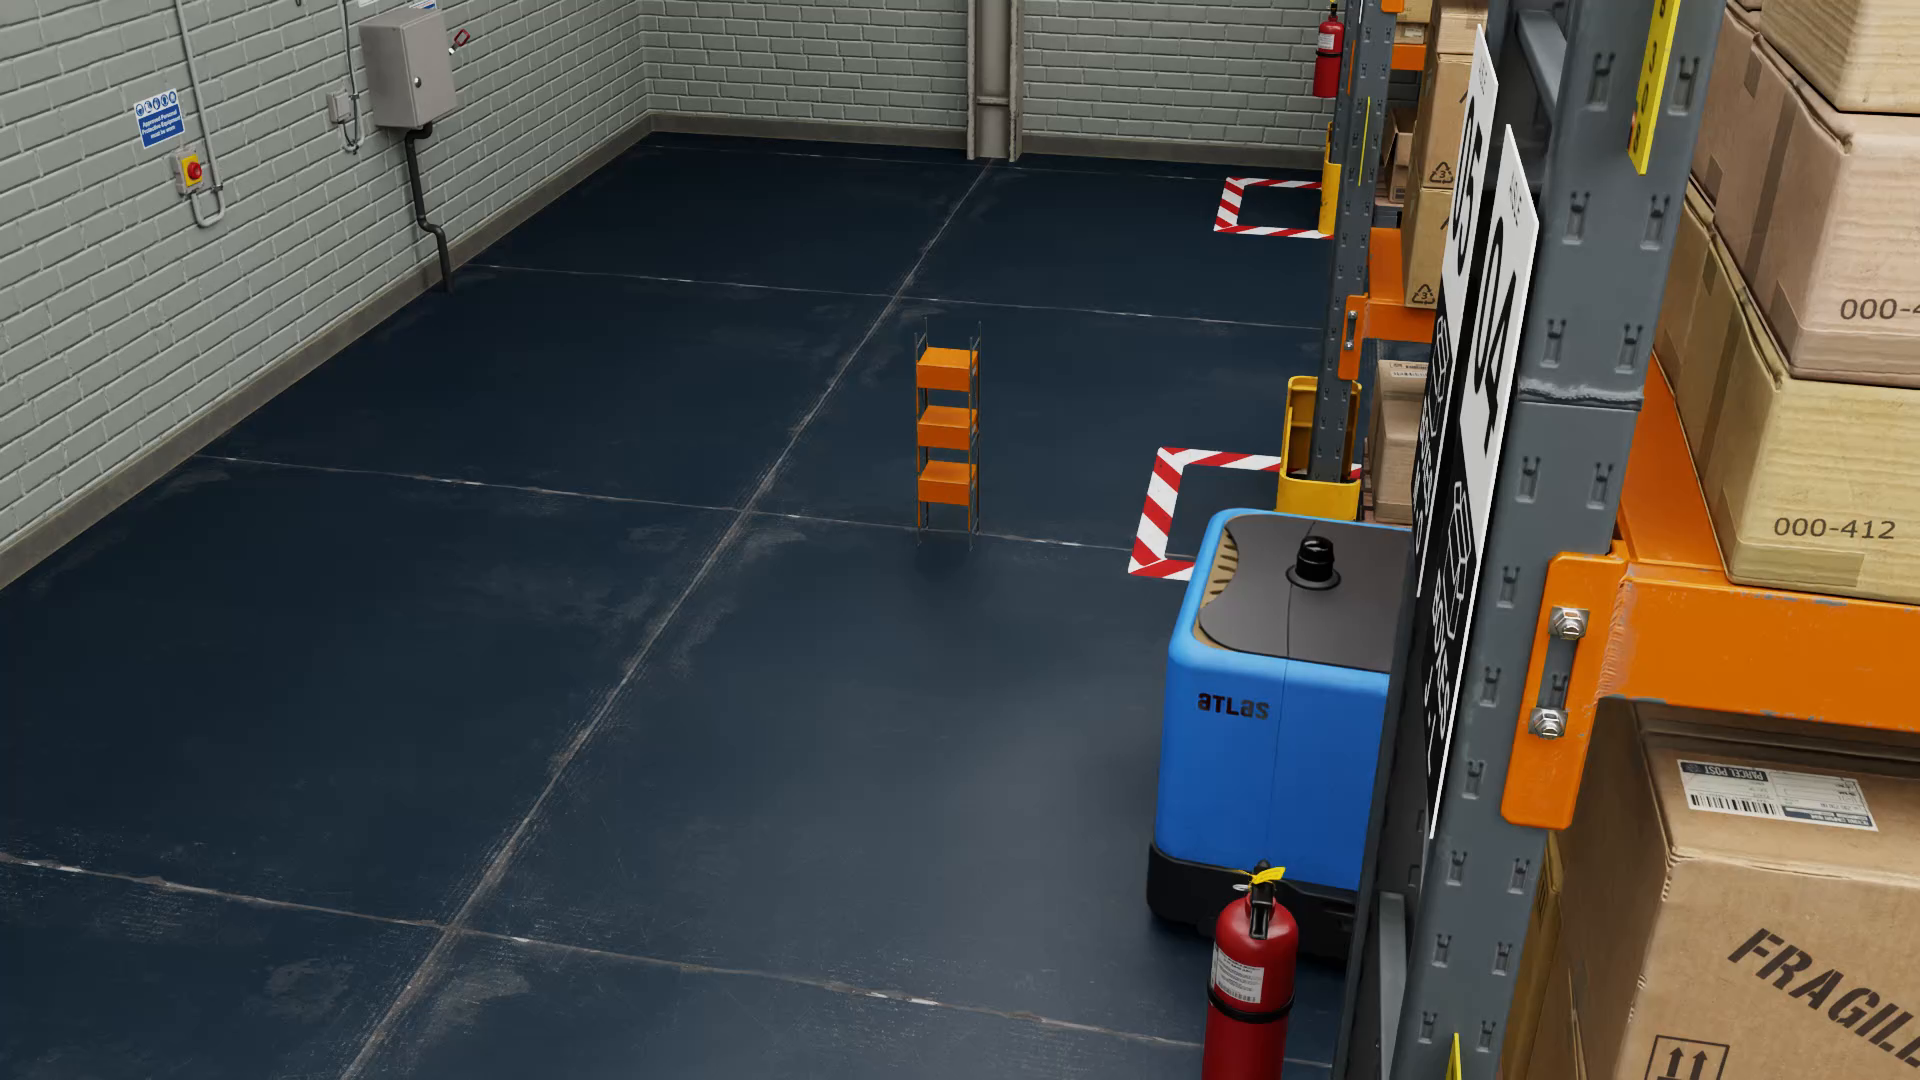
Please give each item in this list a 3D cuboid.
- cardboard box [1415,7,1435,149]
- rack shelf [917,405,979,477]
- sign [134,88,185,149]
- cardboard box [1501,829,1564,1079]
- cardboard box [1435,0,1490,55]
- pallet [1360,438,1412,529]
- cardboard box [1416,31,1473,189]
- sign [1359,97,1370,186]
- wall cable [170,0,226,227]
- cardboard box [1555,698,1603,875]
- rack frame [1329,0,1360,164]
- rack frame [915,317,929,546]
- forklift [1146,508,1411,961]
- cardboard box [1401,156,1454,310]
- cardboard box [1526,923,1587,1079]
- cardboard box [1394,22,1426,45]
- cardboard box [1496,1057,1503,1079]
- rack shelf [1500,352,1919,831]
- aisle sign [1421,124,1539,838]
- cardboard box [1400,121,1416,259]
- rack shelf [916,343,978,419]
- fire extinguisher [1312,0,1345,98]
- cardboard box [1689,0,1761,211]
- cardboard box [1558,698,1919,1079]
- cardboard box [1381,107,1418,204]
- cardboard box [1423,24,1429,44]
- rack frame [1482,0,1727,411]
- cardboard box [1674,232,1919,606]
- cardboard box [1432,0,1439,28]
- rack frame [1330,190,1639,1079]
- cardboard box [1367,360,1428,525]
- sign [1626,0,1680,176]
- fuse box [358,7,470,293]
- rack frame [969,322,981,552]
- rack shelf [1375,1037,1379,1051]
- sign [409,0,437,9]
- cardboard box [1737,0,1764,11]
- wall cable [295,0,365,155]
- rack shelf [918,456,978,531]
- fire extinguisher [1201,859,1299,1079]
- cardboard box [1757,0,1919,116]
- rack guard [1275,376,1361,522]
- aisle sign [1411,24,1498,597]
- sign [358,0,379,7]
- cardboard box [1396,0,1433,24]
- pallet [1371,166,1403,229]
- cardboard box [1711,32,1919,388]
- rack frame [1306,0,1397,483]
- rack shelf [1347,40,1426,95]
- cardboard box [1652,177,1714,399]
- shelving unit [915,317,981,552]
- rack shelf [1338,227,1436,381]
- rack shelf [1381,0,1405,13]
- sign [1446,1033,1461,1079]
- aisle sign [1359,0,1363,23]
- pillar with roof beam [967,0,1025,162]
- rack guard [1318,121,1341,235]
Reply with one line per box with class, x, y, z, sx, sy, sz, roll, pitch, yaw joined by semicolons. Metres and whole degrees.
cardboard box;2.216;-1.942;7.028;0.500;0.500;0.500;7;29;12
rack shelf;-0.052;-0.457;7.513;0.240;0.259;0.215;6;29;11
sign;-3.894;-2.052;8.093;0.001;0.218;0.327;6;29;11
cardboard box;1.253;0.689;2.954;0.500;0.500;0.500;6;29;12
cardboard box;1.984;-1.997;6.453;0.250;0.149;0.380;6;29;12
pallet;2.493;-0.129;7.766;1.213;0.211;1.003;6;29;11
cardboard box;2.105;-1.696;6.579;0.500;0.500;0.500;5;29;9
sign;1.573;-1.550;6.474;0.005;0.325;0.100;6;29;11
wall cable;-3.825;-2.410;7.937;0.123;1.953;0.585;6;29;11
cardboard box;1.259;0.255;2.705;0.500;0.500;0.500;5;29;10
rack frame;2.728;-3.727;11.434;0.127;3.000;1.000;6;29;11
rack frame;-0.172;-0.478;7.530;0.008;1.050;0.200;6;29;11
forklift;2.187;-0.054;4.796;3.031;2.935;1.130;8;30;14
cardboard box;2.104;-1.257;6.818;0.500;0.500;0.500;6;29;10
cardboard box;1.141;0.940;2.496;0.500;0.500;0.500;7;30;13
cardboard box;2.992;-3.455;11.199;0.250;0.149;0.380;6;29;10
cardboard box;1.138;0.949;3.154;0.250;0.149;0.380;6;29;11
rack shelf;2.716;0.139;1.997;4.000;0.370;1.077;6;29;11
aisle sign;0.626;-0.068;2.043;0.004;0.787;0.394;6;29;11
cardboard box;2.222;-1.515;7.290;0.500;0.500;0.500;6;29;11
rack shelf;-0.052;-0.705;7.377;0.240;0.259;0.215;6;29;11
fire extinguisher;2.487;-3.327;11.173;0.183;0.674;0.296;6;29;11
cardboard box;1.263;-0.603;2.241;0.500;0.250;0.500;5;29;9
cardboard box;1.143;0.496;2.266;0.500;0.500;0.500;6;29;10
cardboard box;3.306;-2.711;11.740;0.637;0.503;0.797;5;29;9
cardboard box;3.250;-3.451;11.192;0.250;0.149;0.380;7;29;12
rack frame;0.760;-1.692;1.470;0.127;3.000;1.000;6;29;11
cardboard box;1.146;-0.146;1.925;0.500;0.250;0.500;7;29;12
cardboard box;2.088;-2.221;6.862;0.250;0.149;0.380;6;29;11
rack frame;0.760;0.939;2.911;0.127;3.000;1.000;6;29;11
cardboard box;2.361;-0.437;7.655;0.875;0.438;0.875;5;29;9
sign;0.647;-0.505;1.515;0.005;0.325;0.100;6;29;11
fuse box;-3.243;-2.357;10.273;0.414;1.711;0.539;6;29;11
rack frame;0.067;-0.454;7.485;0.008;1.050;0.200;6;29;11
rack shelf;2.716;1.455;2.717;4.000;0.370;1.077;6;29;11
sign;-3.343;-3.133;10.448;0.001;0.494;0.329;6;29;11
cardboard box;1.146;-0.810;2.202;0.250;0.149;0.380;6;29;10
wall cable;-3.540;-3.063;9.163;0.122;1.984;0.588;6;29;11
rack shelf;-0.052;-0.213;7.646;0.240;0.259;0.215;6;29;11
fire extinguisher;0.610;0.895;3.461;0.183;0.674;0.296;6;29;11
cardboard box;1.029;-0.566;1.756;0.250;0.149;0.380;6;29;10
rack guard;1.671;-0.302;7.780;0.348;0.500;1.175;6;29;11
aisle sign;0.751;-0.349;2.558;0.004;0.787;0.394;6;29;11
sign;-3.457;-3.279;9.756;0.001;0.242;0.339;6;29;11
cardboard box;3.115;-3.620;11.085;0.500;0.250;0.500;6;29;11
pallet;3.582;-2.417;11.945;1.213;0.211;1.003;6;29;11
cardboard box;1.145;-0.363;1.802;0.500;0.250;0.500;6;29;11
rack frame;1.695;-1.396;7.176;0.127;3.000;1.000;6;29;11
rack shelf;4.684;-3.211;11.241;4.000;0.370;1.077;6;29;11
cardboard box;1.260;-0.389;2.370;0.500;0.250;0.500;5;29;9
shelving unit;-0.052;-0.466;7.508;0.252;1.050;0.215;6;29;11
rack shelf;3.651;-0.880;6.982;4.000;0.370;1.077;6;29;11
rack shelf;3.651;-2.195;6.262;4.000;0.370;1.077;6;29;11
sign;0.647;0.814;2.238;0.005;0.325;0.100;6;29;11
aisle sign;1.564;-2.407;6.316;0.004;0.787;0.394;6;29;11
pillar with roof beam;-0.620;-5.031;7.568;0.400;9.000;9.100;6;29;11
rack guard;2.802;-2.623;12.021;0.348;0.500;1.175;6;29;11
